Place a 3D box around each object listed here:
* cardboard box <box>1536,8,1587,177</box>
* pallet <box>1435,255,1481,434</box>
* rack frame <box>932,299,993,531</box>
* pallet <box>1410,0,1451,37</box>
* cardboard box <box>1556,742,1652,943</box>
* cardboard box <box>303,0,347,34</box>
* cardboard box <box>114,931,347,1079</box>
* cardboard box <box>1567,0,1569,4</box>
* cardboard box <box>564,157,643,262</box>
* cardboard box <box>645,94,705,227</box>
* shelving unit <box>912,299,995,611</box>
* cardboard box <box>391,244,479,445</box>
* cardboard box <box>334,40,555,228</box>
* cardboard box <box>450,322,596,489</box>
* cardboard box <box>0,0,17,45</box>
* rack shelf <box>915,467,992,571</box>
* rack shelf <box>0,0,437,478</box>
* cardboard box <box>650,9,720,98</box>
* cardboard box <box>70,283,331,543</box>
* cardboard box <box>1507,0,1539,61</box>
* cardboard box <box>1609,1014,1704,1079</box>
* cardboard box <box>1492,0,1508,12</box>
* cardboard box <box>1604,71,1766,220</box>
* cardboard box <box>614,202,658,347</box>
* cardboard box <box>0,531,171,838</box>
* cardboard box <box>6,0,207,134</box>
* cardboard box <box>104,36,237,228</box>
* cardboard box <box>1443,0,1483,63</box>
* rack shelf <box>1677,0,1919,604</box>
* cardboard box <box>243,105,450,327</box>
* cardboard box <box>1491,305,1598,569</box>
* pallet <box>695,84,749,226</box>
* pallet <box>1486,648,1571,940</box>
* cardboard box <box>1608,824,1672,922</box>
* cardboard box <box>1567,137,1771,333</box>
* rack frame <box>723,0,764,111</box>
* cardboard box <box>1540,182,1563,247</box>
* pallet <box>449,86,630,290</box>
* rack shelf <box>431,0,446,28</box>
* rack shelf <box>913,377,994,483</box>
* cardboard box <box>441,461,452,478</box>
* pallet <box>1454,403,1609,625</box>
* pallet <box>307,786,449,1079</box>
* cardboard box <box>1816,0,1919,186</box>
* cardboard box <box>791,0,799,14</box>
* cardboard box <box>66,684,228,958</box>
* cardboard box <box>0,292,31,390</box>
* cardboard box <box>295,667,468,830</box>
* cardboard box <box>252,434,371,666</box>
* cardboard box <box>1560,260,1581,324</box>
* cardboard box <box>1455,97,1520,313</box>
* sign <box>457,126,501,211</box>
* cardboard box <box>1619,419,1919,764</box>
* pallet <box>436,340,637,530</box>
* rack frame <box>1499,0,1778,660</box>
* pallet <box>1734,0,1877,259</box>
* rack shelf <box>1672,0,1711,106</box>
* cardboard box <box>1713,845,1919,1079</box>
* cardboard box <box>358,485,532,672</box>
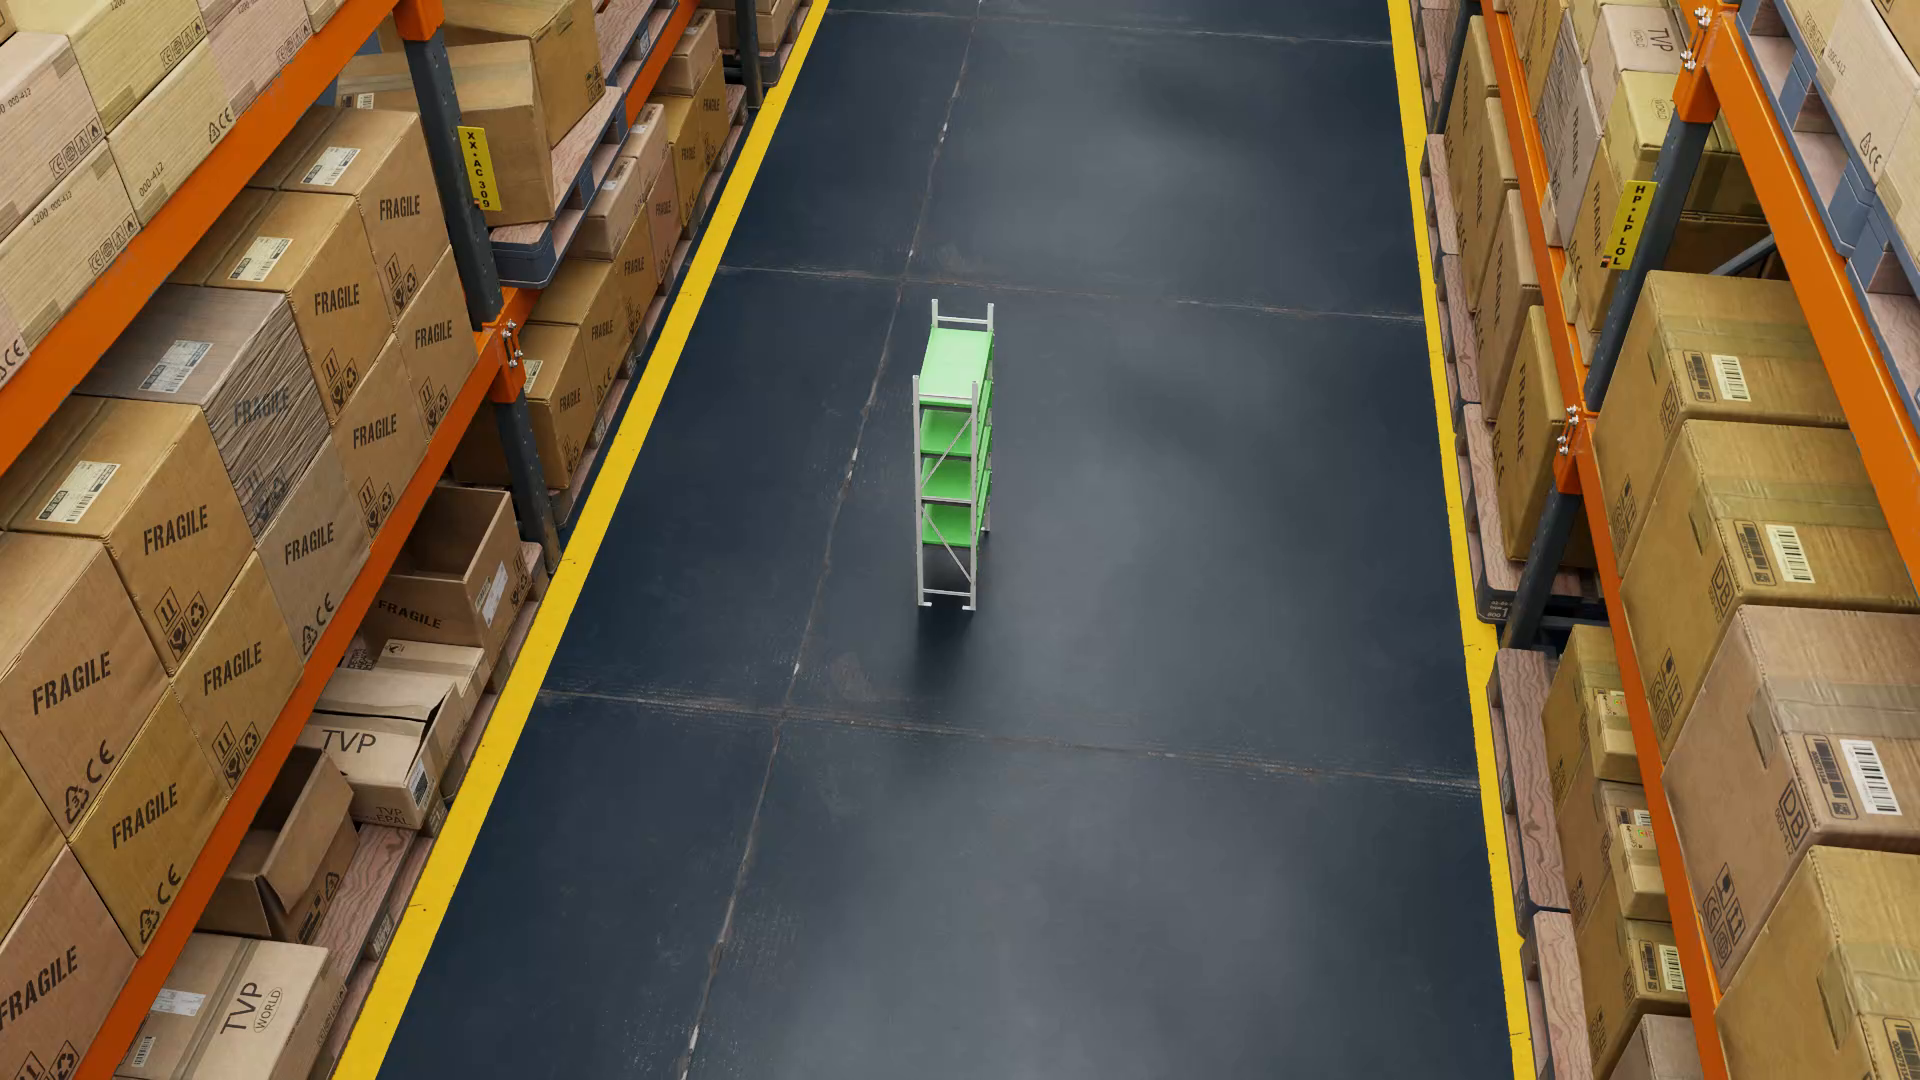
[{"bbox_3d":[2.636,-1.755,6.619,0.500,0.500,0.500,5,44,6],"label":"cardboard box"},{"bbox_3d":[2.878,-0.930,8.079,1.003,0.211,1.213,5,44,6],"label":"pallet"},{"bbox_3d":[0.010,-0.489,6.894,0.240,1.200,0.015,5,44,6],"label":"rack frame"},{"bbox_3d":[3.489,-3.651,10.953,1.003,0.211,1.213,5,44,6],"label":"pallet"},{"bbox_3d":[2.422,1.021,5.502,0.700,0.500,0.500,5,44,5],"label":"cardboard box"},{"bbox_3d":[-2.019,-1.703,4.794,0.500,0.250,0.500,5,44,6],"label":"cardboard box"},{"bbox_3d":[-2.262,1.515,5.149,0.500,0.250,0.500,5,44,6],"label":"cardboard box"},{"bbox_3d":[2.711,-2.384,6.737,0.500,0.250,0.500,4,44,5],"label":"cardboard box"},{"bbox_3d":[-1.781,-1.537,7.645,0.500,0.250,0.500,5,44,6],"label":"cardboard box"},{"bbox_3d":[-1.650,-1.991,8.669,0.500,0.500,0.500,4,44,4],"label":"cardboard box"},{"bbox_3d":[-0.022,-0.323,6.718,0.258,1.200,0.503,5,44,6],"label":"shelving unit"},{"bbox_3d":[-2.031,-0.696,5.731,0.500,0.500,0.500,6,44,6],"label":"cardboard box"},{"bbox_3d":[-1.934,-1.515,6.290,0.700,0.500,0.500,-8,44,-9],"label":"cardboard box"},{"bbox_3d":[-1.913,-0.584,7.183,0.500,0.500,0.500,3,44,4],"label":"cardboard box"},{"bbox_3d":[-2.427,-1.154,3.305,0.700,0.500,0.500,5,44,6],"label":"cardboard box"},{"bbox_3d":[-0.022,-0.102,6.927,0.258,0.148,0.480,5,44,6],"label":"rack shelf"},{"bbox_3d":[-2.483,-0.489,3.926,1.077,0.370,4.000,5,44,6],"label":"rack shelf"},{"bbox_3d":[-1.584,-2.577,8.742,0.500,0.250,0.500,7,44,7],"label":"cardboard box"},{"bbox_3d":[-2.161,-0.362,4.651,0.500,0.500,0.500,6,44,6],"label":"cardboard box"},{"bbox_3d":[2.758,-2.452,7.354,0.500,0.500,0.500,5,44,5],"label":"cardboard box"},{"bbox_3d":[2.288,1.735,4.749,0.700,0.500,0.500,4,44,4],"label":"cardboard box"},{"bbox_3d":[2.787,-2.671,8.057,0.380,0.149,0.250,6,44,7],"label":"cardboard box"},{"bbox_3d":[2.500,-1.342,5.636,0.500,0.250,0.500,6,44,7],"label":"cardboard box"},{"bbox_3d":[-1.780,-1.288,7.927,0.500,0.500,0.500,6,44,6],"label":"cardboard box"},{"bbox_3d":[-2.295,0.327,3.923,0.500,0.500,0.500,6,44,6],"label":"cardboard box"},{"bbox_3d":[-2.152,-1.203,3.903,0.500,0.250,0.500,5,44,6],"label":"cardboard box"},{"bbox_3d":[-2.154,-1.022,4.075,0.500,0.250,0.500,5,44,6],"label":"cardboard box"},{"bbox_3d":[3.264,-3.050,9.787,0.700,0.500,0.500,6,44,6],"label":"cardboard box"},{"bbox_3d":[2.427,-0.041,3.453,1.077,0.370,4.000,5,44,6],"label":"rack shelf"},{"bbox_3d":[-2.029,-1.055,5.383,0.500,0.500,0.500,5,44,6],"label":"cardboard box"},{"bbox_3d":[2.649,-0.403,6.752,0.750,0.750,0.750,6,44,6],"label":"cardboard box"},{"bbox_3d":[-1.826,-2.232,9.454,1.003,0.211,1.213,5,44,6],"label":"pallet"},{"bbox_3d":[2.514,0.948,6.096,1.003,0.211,1.213,5,44,6],"label":"pallet"},{"bbox_3d":[2.196,1.016,5.036,0.380,0.149,0.250,4,44,4],"label":"cardboard box"},{"bbox_3d":[2.503,-1.065,5.890,0.500,0.500,0.500,5,44,5],"label":"cardboard box"},{"bbox_3d":[-1.690,-3.750,9.029,1.000,3.000,0.127,5,44,6],"label":"rack frame"},{"bbox_3d":[2.521,-1.280,6.589,0.380,0.149,0.250,5,44,6],"label":"cardboard box"},{"bbox_3d":[-2.005,-1.489,6.780,1.003,0.211,1.213,5,44,6],"label":"pallet"},{"bbox_3d":[-1.954,-3.215,6.805,1.077,0.370,4.000,5,44,6],"label":"rack shelf"},{"bbox_3d":[-0.022,-0.451,6.597,0.258,0.148,0.480,5,44,6],"label":"rack shelf"},{"bbox_3d":[-2.438,-0.638,7.241,0.500,0.500,0.500,5,44,5],"label":"cardboard box"},{"bbox_3d":[2.719,-0.096,7.198,1.003,0.211,1.213,5,44,6],"label":"pallet"},{"bbox_3d":[-2.469,1.291,5.734,1.003,0.211,1.213,5,44,6],"label":"pallet"},{"bbox_3d":[2.258,-1.007,3.681,0.500,0.250,0.500,4,44,5],"label":"cardboard box"},{"bbox_3d":[-1.264,-3.577,10.540,0.500,0.250,0.500,4,44,4],"label":"cardboard box"},{"bbox_3d":[-2.295,0.694,4.263,0.500,0.500,0.500,5,44,5],"label":"cardboard box"},{"bbox_3d":[-2.284,-0.340,3.355,0.500,0.250,0.500,5,44,6],"label":"cardboard box"},{"bbox_3d":[-2.112,0.718,5.946,0.500,0.311,0.500,5,44,6],"label":"cardboard box"},{"bbox_3d":[-2.163,0.006,4.990,0.500,0.500,0.500,6,44,6],"label":"cardboard box"},{"bbox_3d":[2.466,-0.922,6.211,0.380,0.149,0.250,6,44,6],"label":"cardboard box"},{"bbox_3d":[2.871,-1.588,8.004,0.750,0.750,0.750,5,44,5],"label":"cardboard box"},{"bbox_3d":[-1.680,-1.294,5.805,0.100,0.325,0.005,5,44,6],"label":"sign"},{"bbox_3d":[2.502,0.180,4.660,0.980,0.700,0.700,4,44,4],"label":"cardboard box"},{"bbox_3d":[-2.149,-0.569,7.698,1.003,0.211,1.213,5,44,6],"label":"pallet"},{"bbox_3d":[2.692,-0.576,5.677,1.000,3.000,0.127,5,44,6],"label":"rack frame"},{"bbox_3d":[2.573,-1.077,4.088,1.003,0.211,1.213,5,44,6],"label":"pallet"},{"bbox_3d":[2.956,-2.767,6.332,1.077,0.370,4.000,5,44,6],"label":"rack shelf"},{"bbox_3d":[2.306,1.196,3.587,0.980,0.700,0.700,5,44,5],"label":"cardboard box"},{"bbox_3d":[-2.013,0.138,6.421,0.500,0.500,0.500,5,44,6],"label":"cardboard box"}]
